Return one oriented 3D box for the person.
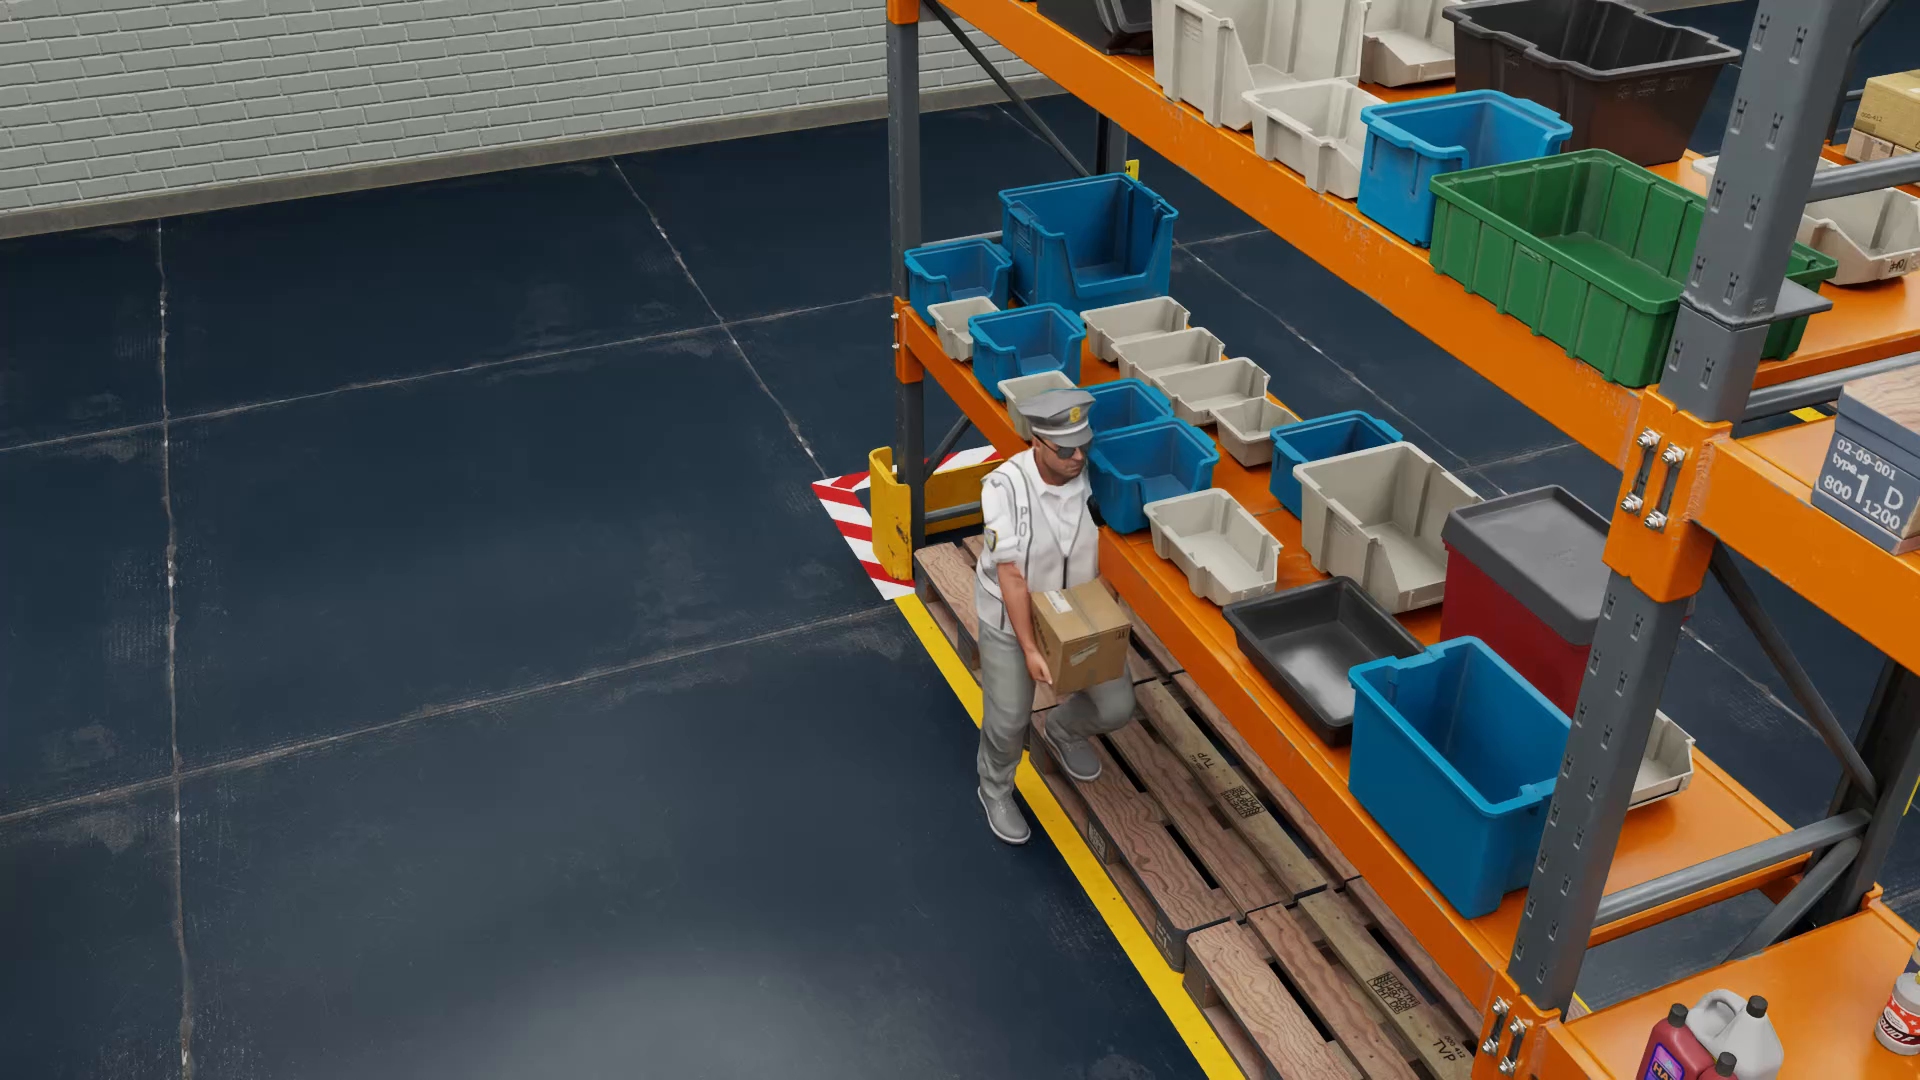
[{"bbox_3d":[0.322,0.283,5.702,0.495,1.762,0.572,-14,36,-20],"label":"person"}]
